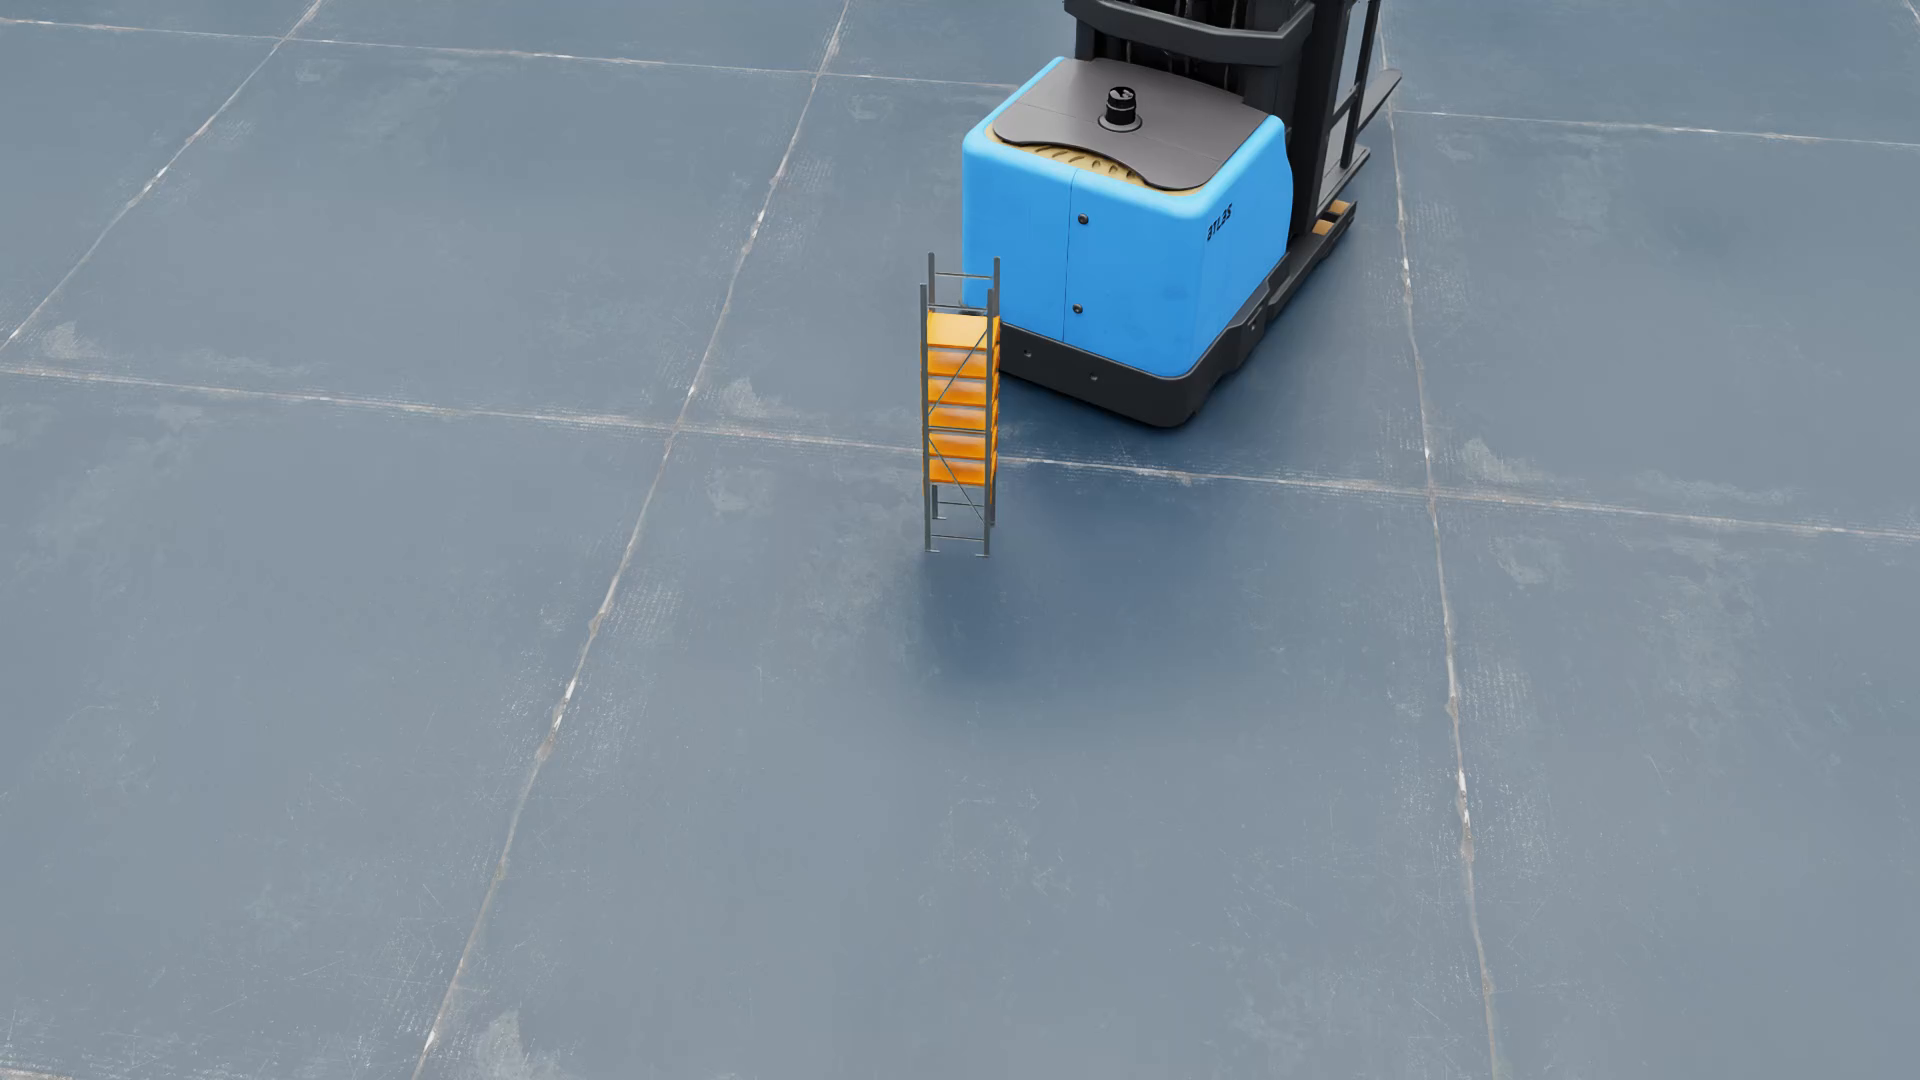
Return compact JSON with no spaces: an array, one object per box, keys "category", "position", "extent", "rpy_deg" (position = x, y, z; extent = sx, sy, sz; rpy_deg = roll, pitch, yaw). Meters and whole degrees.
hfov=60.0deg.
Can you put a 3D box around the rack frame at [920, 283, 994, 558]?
[{"category":"rack frame","position":[-0.010,-0.383,5.782],"extent":[0.240,1.200,0.006],"rpy_deg":[5,44,6]}]

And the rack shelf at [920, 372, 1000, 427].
[{"category":"rack shelf","position":[0.002,-0.500,5.796],"extent":[0.258,0.103,0.180],"rpy_deg":[5,44,6]}]

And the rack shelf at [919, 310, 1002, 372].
[{"category":"rack shelf","position":[0.002,-0.675,5.631],"extent":[0.258,0.103,0.180],"rpy_deg":[5,44,6]}]

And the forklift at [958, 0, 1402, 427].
[{"category":"forklift","position":[1.182,-2.512,6.771],"extent":[1.130,2.935,3.031],"rpy_deg":[22,48,22]}]

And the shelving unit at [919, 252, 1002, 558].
[{"category":"shelving unit","position":[0.002,-0.446,5.848],"extent":[0.258,1.200,0.189],"rpy_deg":[5,44,6]}]

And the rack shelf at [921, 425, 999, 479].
[{"category":"rack shelf","position":[0.002,-0.326,5.961],"extent":[0.258,0.103,0.180],"rpy_deg":[5,44,6]}]

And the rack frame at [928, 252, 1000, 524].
[{"category":"rack frame","position":[0.014,-0.508,5.914],"extent":[0.240,1.200,0.006],"rpy_deg":[5,44,6]}]

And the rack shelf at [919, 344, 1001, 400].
[{"category":"rack shelf","position":[0.002,-0.588,5.713],"extent":[0.258,0.103,0.180],"rpy_deg":[5,44,6]}]

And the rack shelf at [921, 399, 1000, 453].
[{"category":"rack shelf","position":[0.002,-0.413,5.878],"extent":[0.258,0.103,0.180],"rpy_deg":[5,44,6]}]

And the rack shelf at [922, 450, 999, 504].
[{"category":"rack shelf","position":[0.002,-0.239,6.043],"extent":[0.258,0.103,0.180],"rpy_deg":[5,44,6]}]
